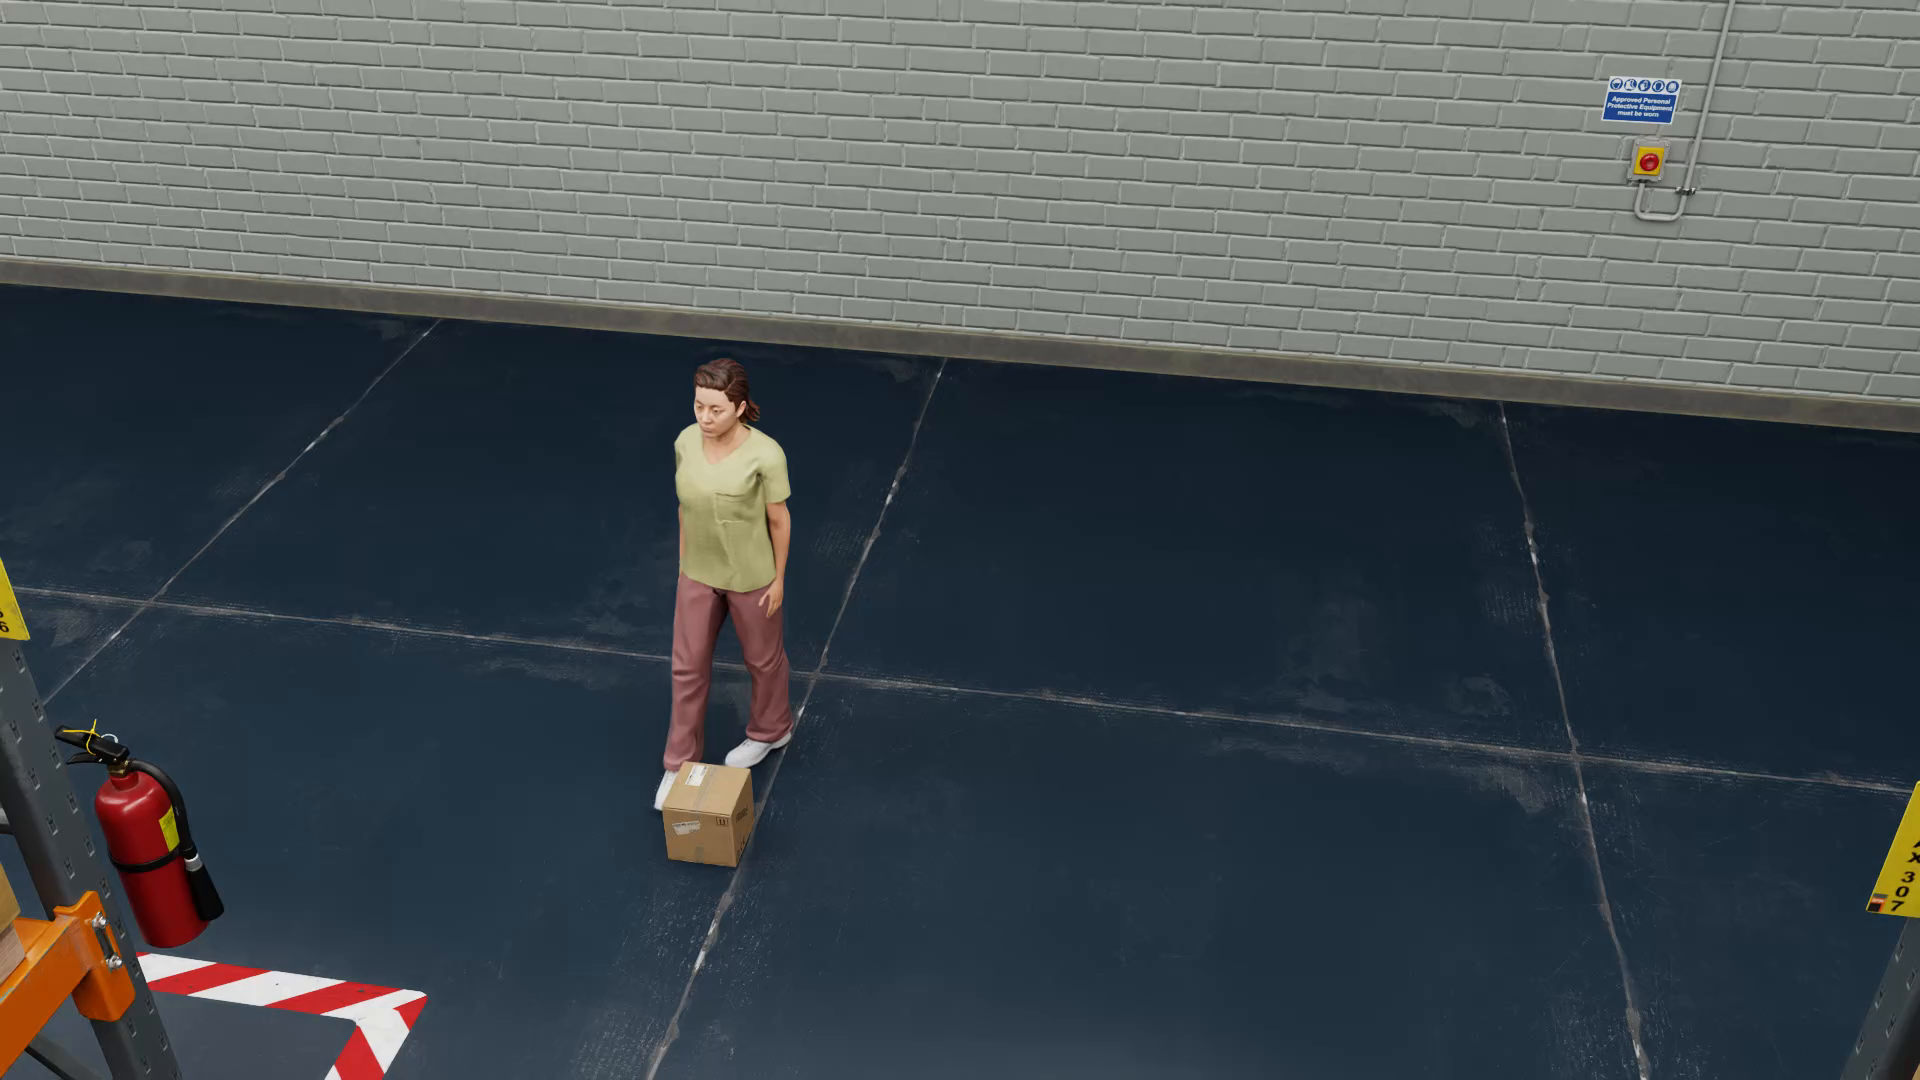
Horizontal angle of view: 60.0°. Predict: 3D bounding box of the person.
[{"bbox_3d":[-0.860,0.188,5.838,0.448,1.669,0.636,10,34,15],"label":"person"}]
